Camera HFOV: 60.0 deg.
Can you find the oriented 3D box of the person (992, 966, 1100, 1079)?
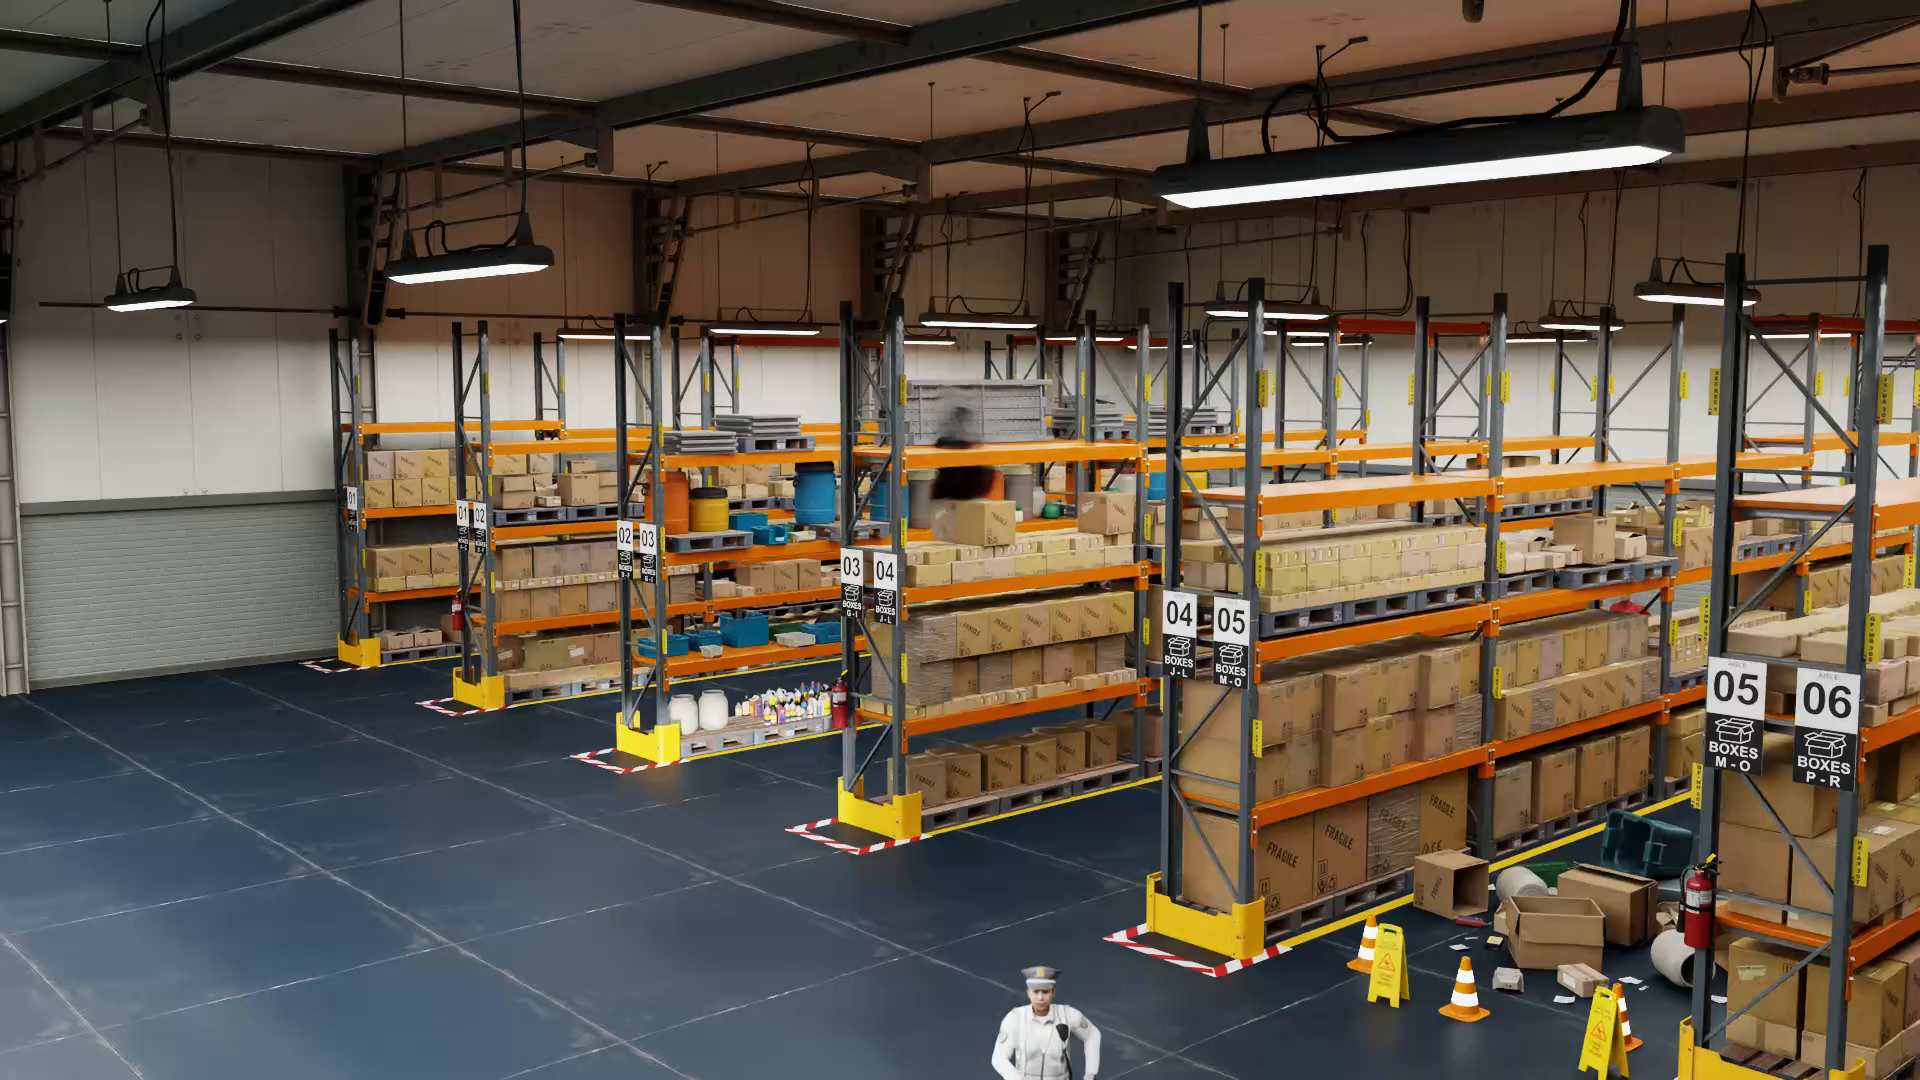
[{"bbox_3d":[0.511,3.359,9.927,0.643,1.708,0.660,1,6,6],"label":"person"}]

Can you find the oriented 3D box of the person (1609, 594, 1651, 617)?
[{"bbox_3d":[10.825,1.643,27.101,0.675,1.698,0.649,5,8,41],"label":"person"}]
